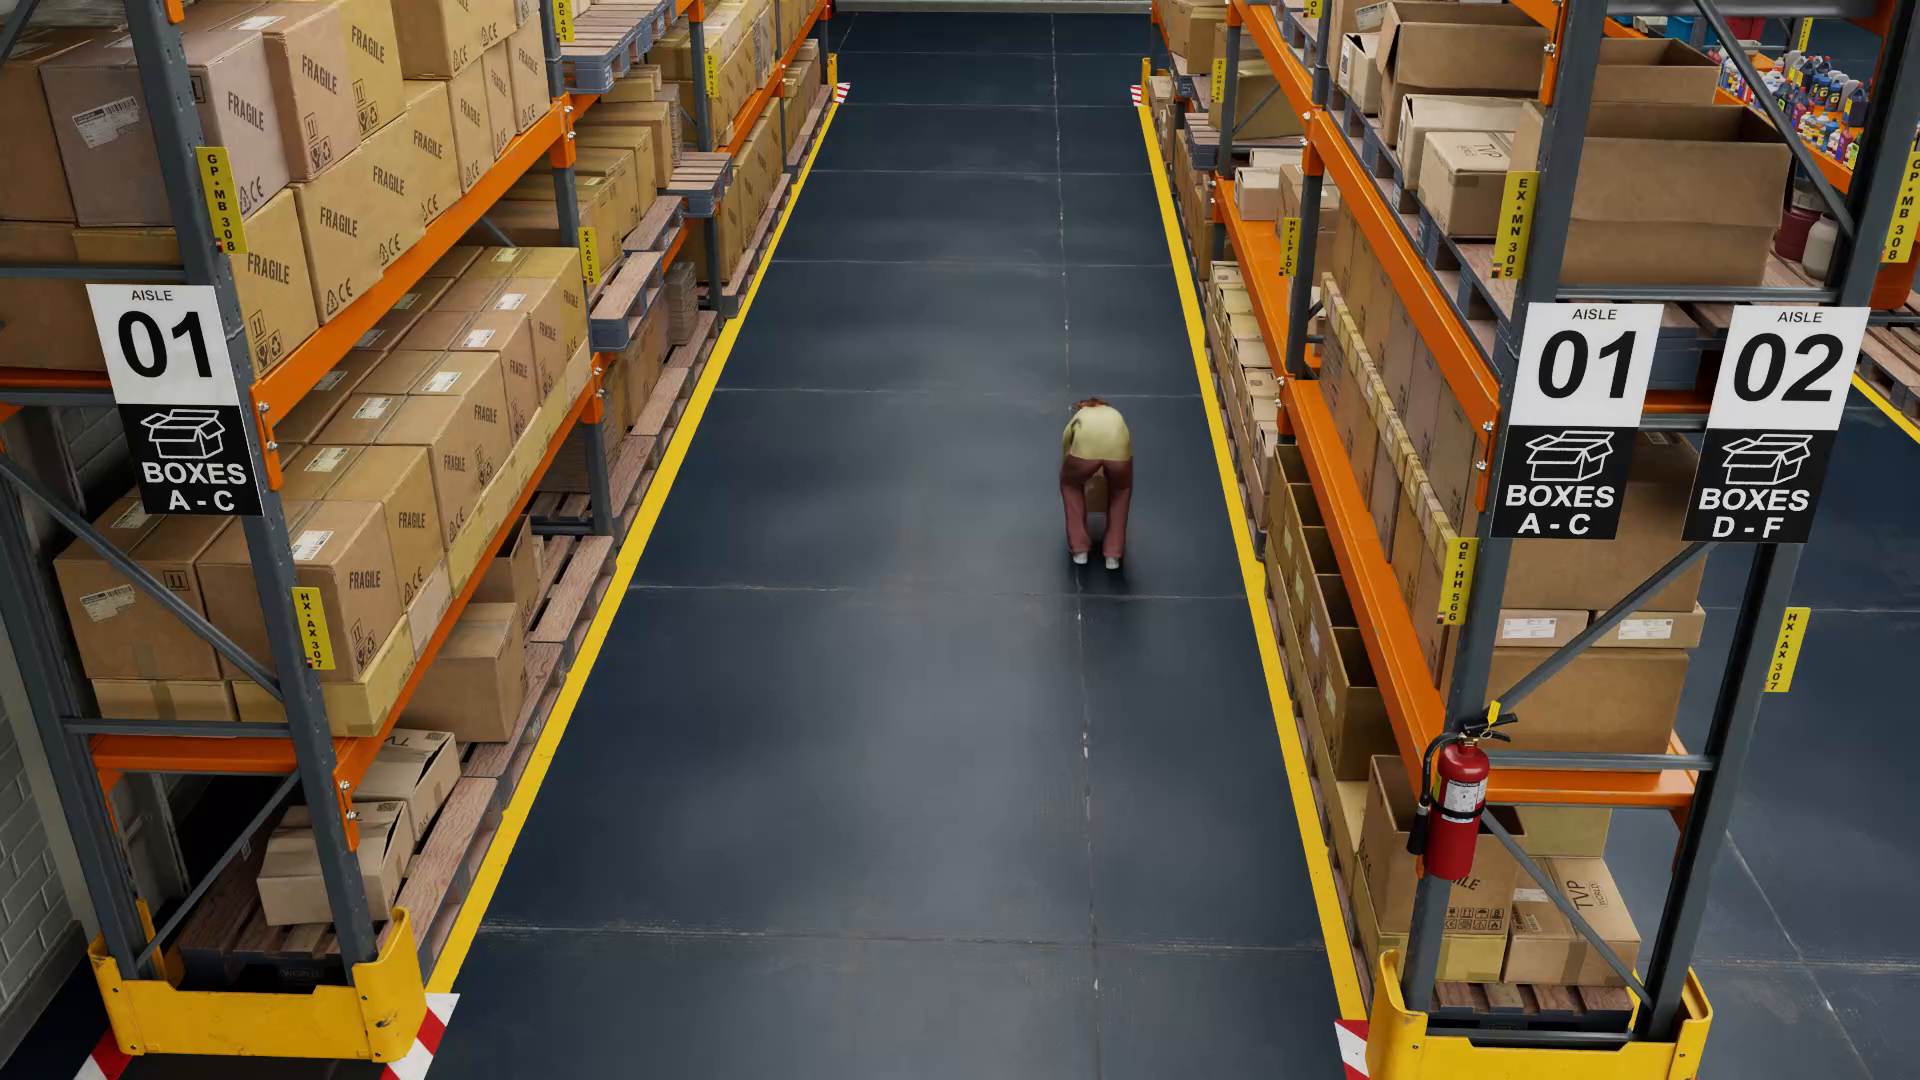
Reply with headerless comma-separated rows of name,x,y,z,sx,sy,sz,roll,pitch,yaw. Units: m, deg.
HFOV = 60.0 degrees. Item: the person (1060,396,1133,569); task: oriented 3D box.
person,0.825,-0.397,10.114,0.442,0.973,0.860,0,28,0
